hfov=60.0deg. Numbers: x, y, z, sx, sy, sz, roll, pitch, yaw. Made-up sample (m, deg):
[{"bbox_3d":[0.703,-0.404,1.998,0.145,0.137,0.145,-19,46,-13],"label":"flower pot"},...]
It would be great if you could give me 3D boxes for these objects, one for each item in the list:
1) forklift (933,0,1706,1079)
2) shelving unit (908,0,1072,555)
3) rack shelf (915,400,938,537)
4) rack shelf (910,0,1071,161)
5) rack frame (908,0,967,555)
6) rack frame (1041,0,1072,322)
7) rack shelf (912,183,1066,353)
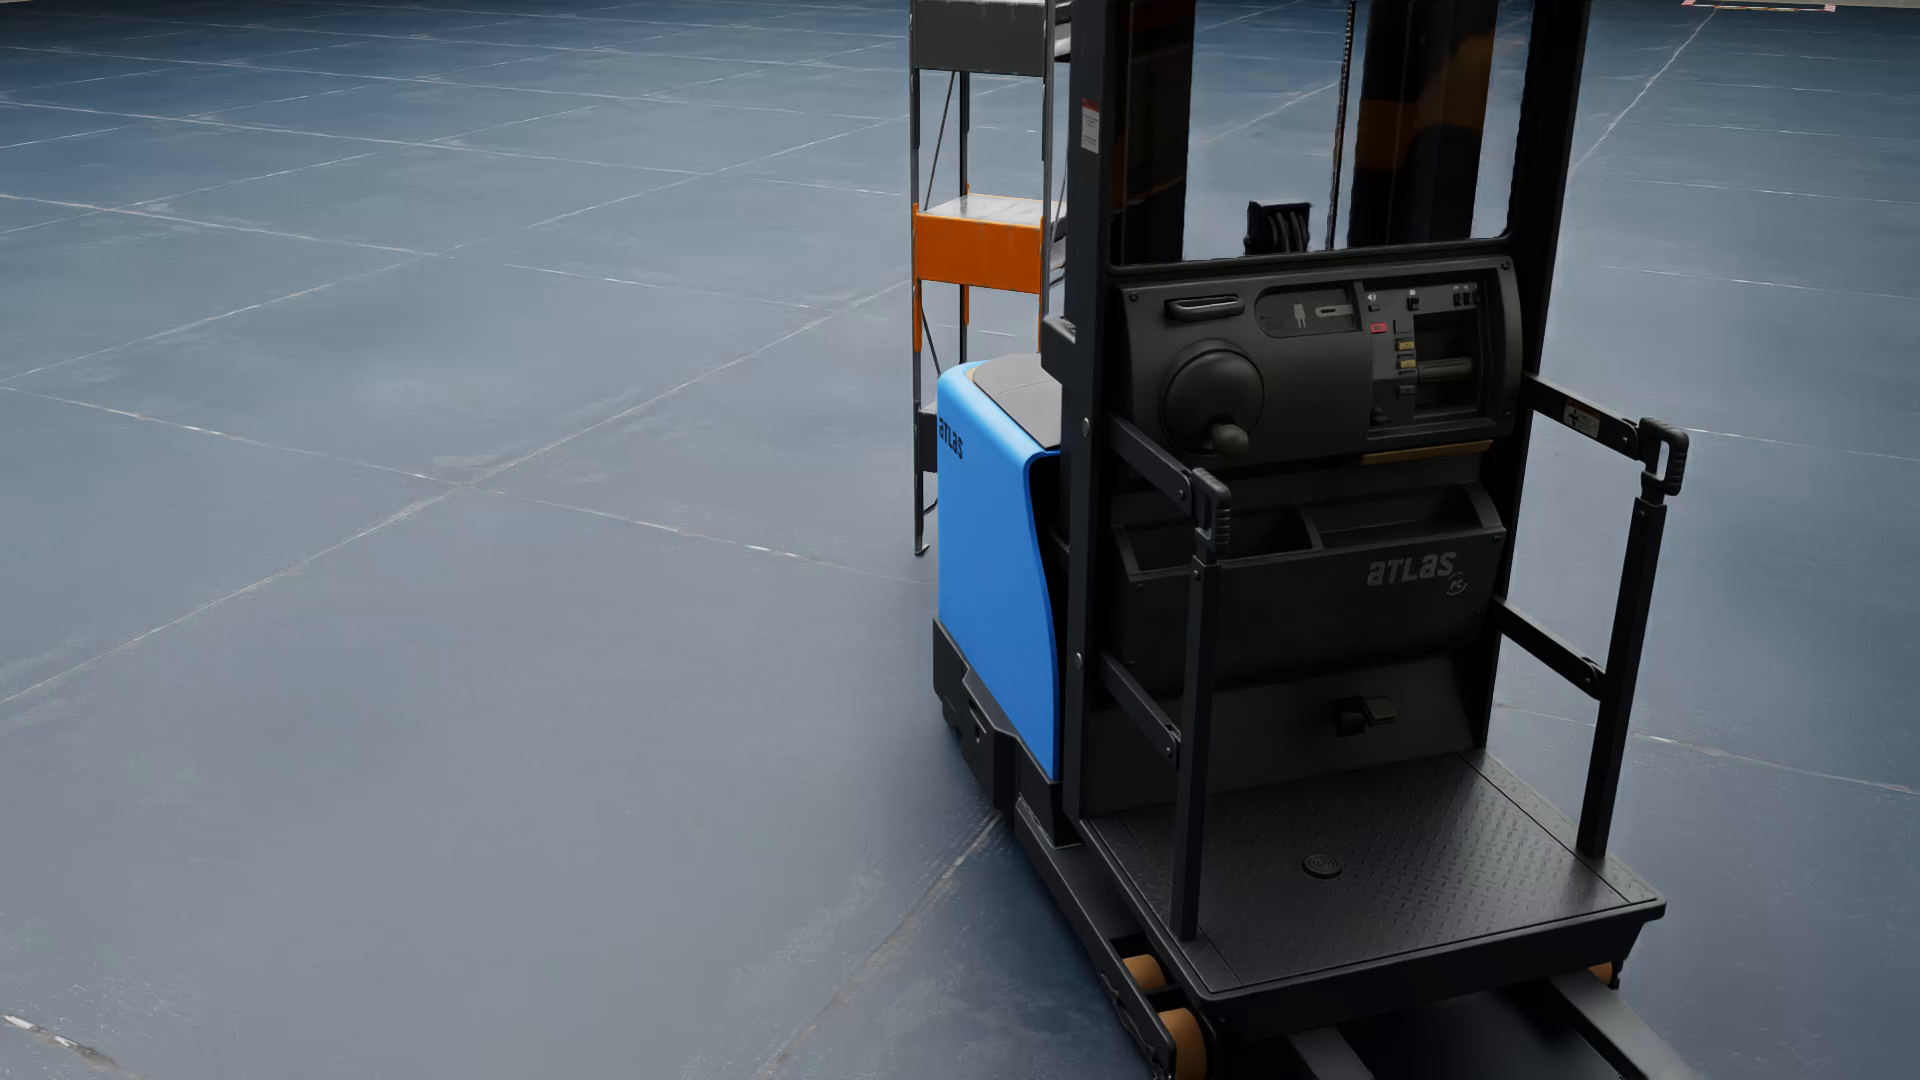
[{"bbox_3d":[0.849,-0.364,3.361,1.130,2.935,3.031,-7,24,-16],"label":"forklift"},{"bbox_3d":[0.148,-0.937,5.770,0.503,2.100,0.431,11,25,25],"label":"shelving unit"},{"bbox_3d":[0.148,-0.280,6.050,0.480,0.518,0.431,11,25,25],"label":"rack shelf"},{"bbox_3d":[0.148,-1.569,5.502,0.480,0.518,0.431,11,25,25],"label":"rack shelf"},{"bbox_3d":[-0.070,-0.980,5.872,0.015,2.100,0.400,11,25,25],"label":"rack frame"},{"bbox_3d":[0.365,-0.894,5.669,0.015,2.100,0.400,11,25,25],"label":"rack frame"},{"bbox_3d":[0.148,-0.924,5.776,0.480,0.518,0.431,11,25,25],"label":"rack shelf"}]
